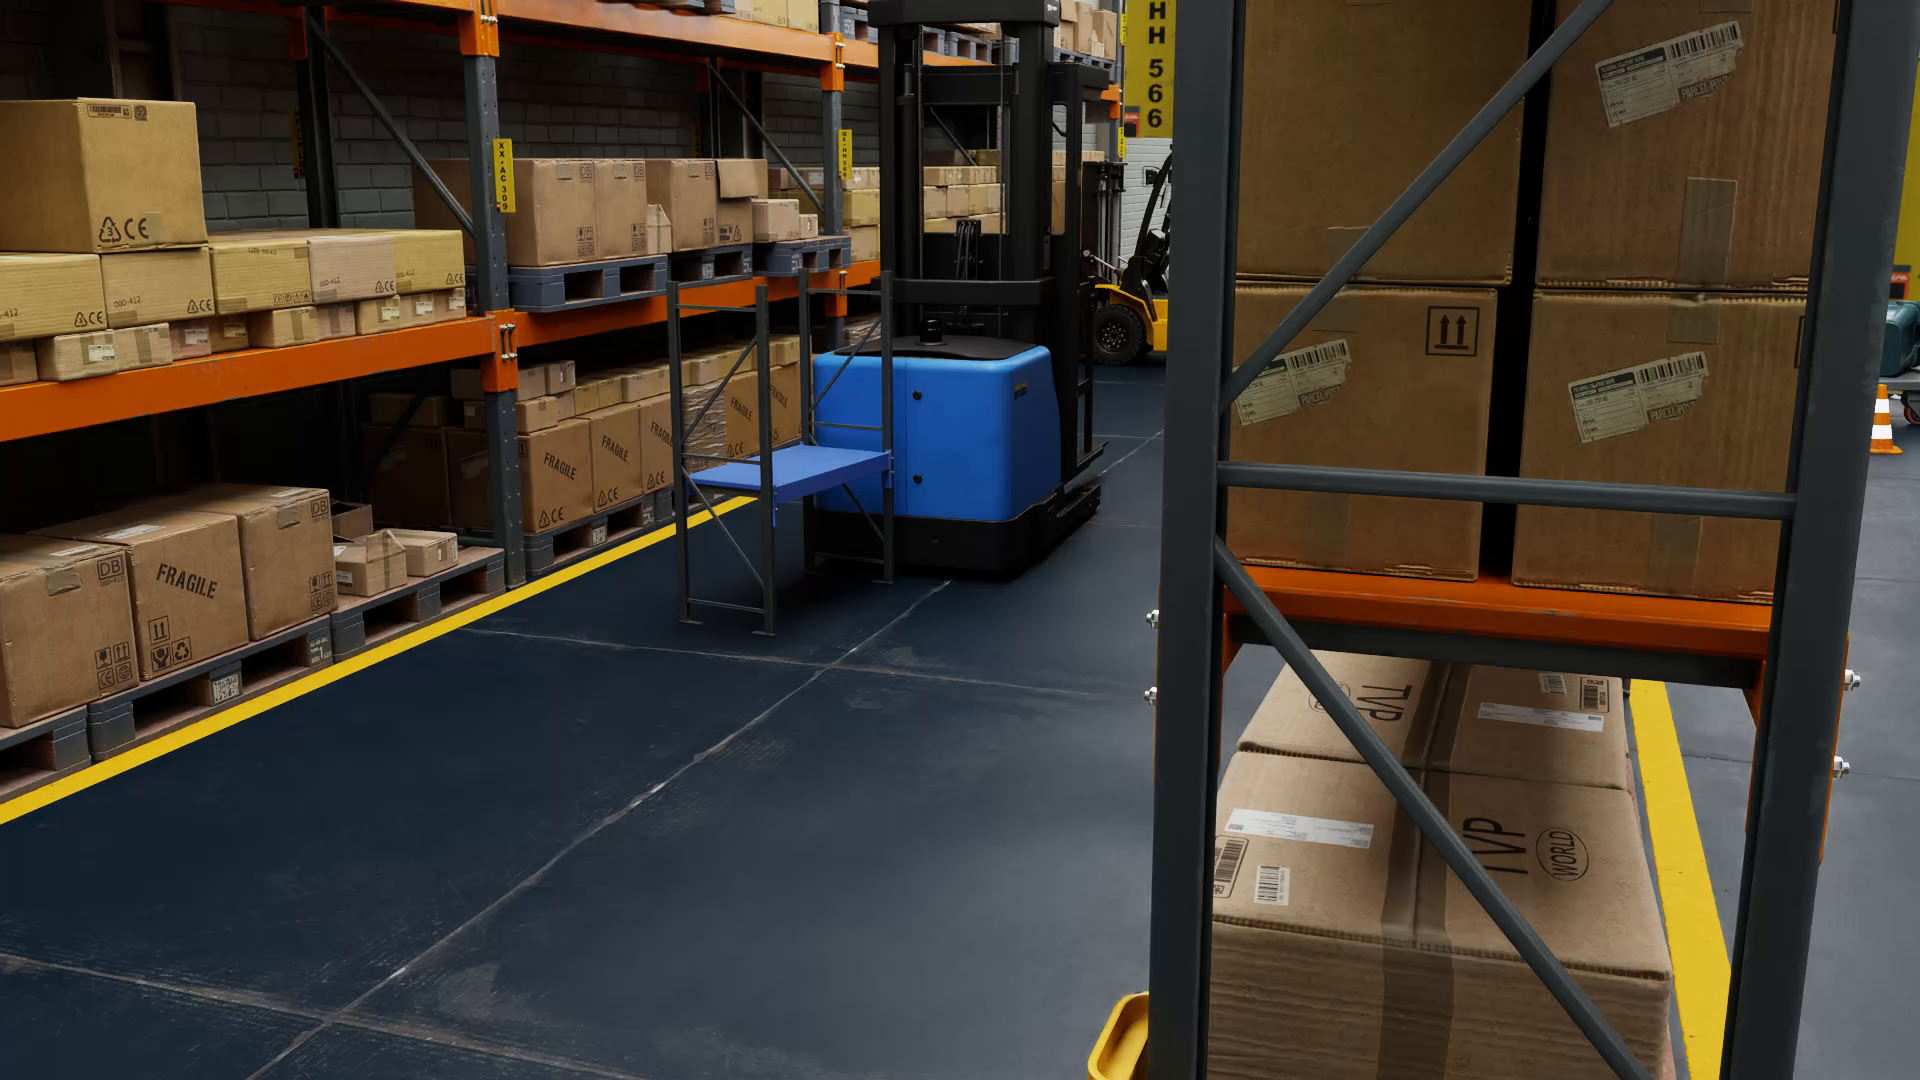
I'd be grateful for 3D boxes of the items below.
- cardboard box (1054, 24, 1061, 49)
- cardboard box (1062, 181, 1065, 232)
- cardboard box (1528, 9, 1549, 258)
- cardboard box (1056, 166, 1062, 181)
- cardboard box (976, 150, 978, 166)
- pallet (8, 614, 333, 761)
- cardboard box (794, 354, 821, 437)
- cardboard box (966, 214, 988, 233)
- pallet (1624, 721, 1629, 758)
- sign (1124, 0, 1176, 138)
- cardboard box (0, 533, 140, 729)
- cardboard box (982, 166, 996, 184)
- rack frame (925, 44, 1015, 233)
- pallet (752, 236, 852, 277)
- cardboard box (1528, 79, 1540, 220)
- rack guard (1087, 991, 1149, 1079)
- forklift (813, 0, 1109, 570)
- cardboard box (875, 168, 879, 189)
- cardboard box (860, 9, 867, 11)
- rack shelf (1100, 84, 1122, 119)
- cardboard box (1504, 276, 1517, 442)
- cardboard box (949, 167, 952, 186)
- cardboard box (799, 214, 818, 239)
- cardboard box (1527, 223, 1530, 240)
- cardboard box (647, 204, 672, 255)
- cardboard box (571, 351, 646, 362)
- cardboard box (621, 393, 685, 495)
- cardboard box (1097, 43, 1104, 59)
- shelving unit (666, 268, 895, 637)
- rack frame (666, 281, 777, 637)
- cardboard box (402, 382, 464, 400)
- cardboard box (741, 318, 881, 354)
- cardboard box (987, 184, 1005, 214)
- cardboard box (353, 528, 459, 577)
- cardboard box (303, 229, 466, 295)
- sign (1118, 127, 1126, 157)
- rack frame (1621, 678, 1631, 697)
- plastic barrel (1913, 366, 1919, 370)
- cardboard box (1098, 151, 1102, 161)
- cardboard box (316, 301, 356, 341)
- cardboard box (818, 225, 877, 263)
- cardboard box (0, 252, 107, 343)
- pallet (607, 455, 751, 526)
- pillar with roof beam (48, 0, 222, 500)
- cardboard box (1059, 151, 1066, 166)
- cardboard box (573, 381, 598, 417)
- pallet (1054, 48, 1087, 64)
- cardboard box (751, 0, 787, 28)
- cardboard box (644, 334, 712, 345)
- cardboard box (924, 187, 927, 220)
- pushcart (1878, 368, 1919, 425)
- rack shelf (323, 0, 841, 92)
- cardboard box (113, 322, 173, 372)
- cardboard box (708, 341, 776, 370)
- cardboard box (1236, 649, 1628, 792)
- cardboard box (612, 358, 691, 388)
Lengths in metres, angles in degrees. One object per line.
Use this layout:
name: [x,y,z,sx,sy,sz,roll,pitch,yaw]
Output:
cardboard box: [0.768,-4.894,16.084,0.396,0.266,0.258,4,13,17]
cardboard box: [0.890,-3.399,16.913,0.500,0.500,0.500,4,14,19]
cardboard box: [1.401,-0.796,3.264,0.500,0.500,0.500,4,13,17]
cardboard box: [0.794,-3.634,16.486,0.380,0.149,0.250,4,13,17]
cardboard box: [0.367,-3.572,15.546,0.380,0.149,0.250,5,14,19]
pallet: [-3.204,0.493,6.355,1.003,0.211,1.213,4,14,18]
cardboard box: [-1.227,-0.993,11.271,0.500,0.500,0.500,5,14,20]
cardboard box: [-0.072,-2.649,14.191,0.500,0.250,0.500,4,14,18]
pallet: [1.790,0.601,5.878,1.003,0.211,1.213,4,14,18]
sign: [0.307,-0.792,2.584,0.100,0.325,0.005,4,14,18]
cardboard box: [-3.281,0.288,5.659,0.700,0.500,0.500,5,14,21]
cardboard box: [0.100,-3.231,14.719,0.380,0.149,0.250,5,14,20]
rack frame: [0.001,-2.953,15.187,1.000,3.000,0.127,4,14,18]
pallet: [-1.446,-1.870,10.871,1.213,0.211,1.003,4,14,18]
cardboard box: [1.727,-1.366,5.760,0.500,0.500,0.500,4,14,19]
rack guard: [0.808,1.153,2.811,1.175,0.500,0.348,4,14,18]
forklift: [0.188,-1.563,9.248,1.130,2.935,3.031,4,13,17]
cardboard box: [-0.768,-2.634,12.107,0.380,0.149,0.250,5,14,20]
cardboard box: [-0.760,-4.124,12.183,0.700,0.500,0.500,4,13,17]
rack shelf: [0.648,-4.486,16.778,1.077,0.370,4.000,4,14,18]
cardboard box: [1.055,-0.453,4.008,0.500,0.500,0.500,5,14,20]
cardboard box: [-0.285,-2.959,13.530,0.380,0.149,0.250,4,14,19]
cardboard box: [-1.143,-2.028,10.751,0.380,0.149,0.250,5,14,19]
cardboard box: [2.041,-0.736,5.249,0.500,0.500,0.500,4,13,17]
cardboard box: [-1.775,-1.673,8.936,0.396,0.266,0.258,5,14,21]
cardboard box: [-2.125,-1.050,10.064,0.380,0.149,0.250,4,14,19]
cardboard box: [-1.890,-0.558,9.367,0.500,0.500,0.500,4,13,17]
cardboard box: [1.314,-5.193,17.653,0.380,0.149,0.250,4,13,17]
shelving unit: [-0.782,-0.442,7.553,0.538,1.500,1.048,7,14,27]
rack frame: [-1.019,-0.342,7.115,0.500,1.500,0.032,7,14,27]
cardboard box: [-2.661,-0.725,8.641,0.380,0.149,0.250,4,14,18]
cardboard box: [-1.079,-1.289,12.286,0.875,0.625,0.625,5,14,20]
cardboard box: [0.084,-3.002,14.614,0.500,0.250,0.500,4,13,17]
cardboard box: [-2.490,0.055,7.471,0.380,0.149,0.250,4,13,17]
cardboard box: [-2.522,-1.216,7.244,0.500,0.250,0.500,5,14,20]
sign: [1.804,-4.434,18.538,0.100,0.325,0.005,4,14,18]
rack frame: [2.110,-0.912,6.245,1.000,3.000,0.127,4,14,18]
plastic barrel: [8.331,-1.355,13.974,0.421,0.421,0.512,-8,15,-30]
cardboard box: [1.328,-4.161,18.126,0.380,0.149,0.250,4,14,18]
cardboard box: [-2.687,-0.895,6.733,0.380,0.149,0.250,5,14,20]
cardboard box: [-0.919,-2.114,11.846,0.500,0.250,0.500,4,14,19]
cardboard box: [-3.156,-0.788,5.368,0.500,0.250,0.500,4,13,17]
pallet: [-1.967,-0.341,10.009,1.003,0.211,1.213,4,14,18]
pillar with roof beam: [0.408,-3.802,5.424,9.100,9.000,0.400,4,14,18]
cardboard box: [0.888,-3.892,16.947,0.380,0.149,0.250,5,14,19]
cardboard box: [-2.131,-0.746,8.734,0.380,0.149,0.250,4,13,15]
pallet: [0.649,-4.810,16.780,1.003,0.211,1.213,4,14,18]
cardboard box: [-1.392,-3.269,10.166,0.500,0.250,0.500,4,14,19]
cardboard box: [-1.868,-1.272,11.037,0.380,0.149,0.250,5,14,20]
cardboard box: [-0.569,-2.572,12.729,0.500,0.250,0.500,4,13,17]
pushcart: [6.872,-1.165,13.243,1.648,0.377,0.936,0,13,-1]
rack shelf: [-1.941,-2.802,9.398,1.077,0.370,4.000,4,14,18]
cardboard box: [-2.986,-0.678,5.784,0.380,0.149,0.250,5,14,20]
cardboard box: [-1.399,-1.179,10.630,0.380,0.149,0.250,4,13,17]
cardboard box: [1.223,0.635,4.280,0.875,0.438,0.875,5,14,20]
cardboard box: [-1.797,-0.966,9.696,0.380,0.149,0.250,4,14,19]
